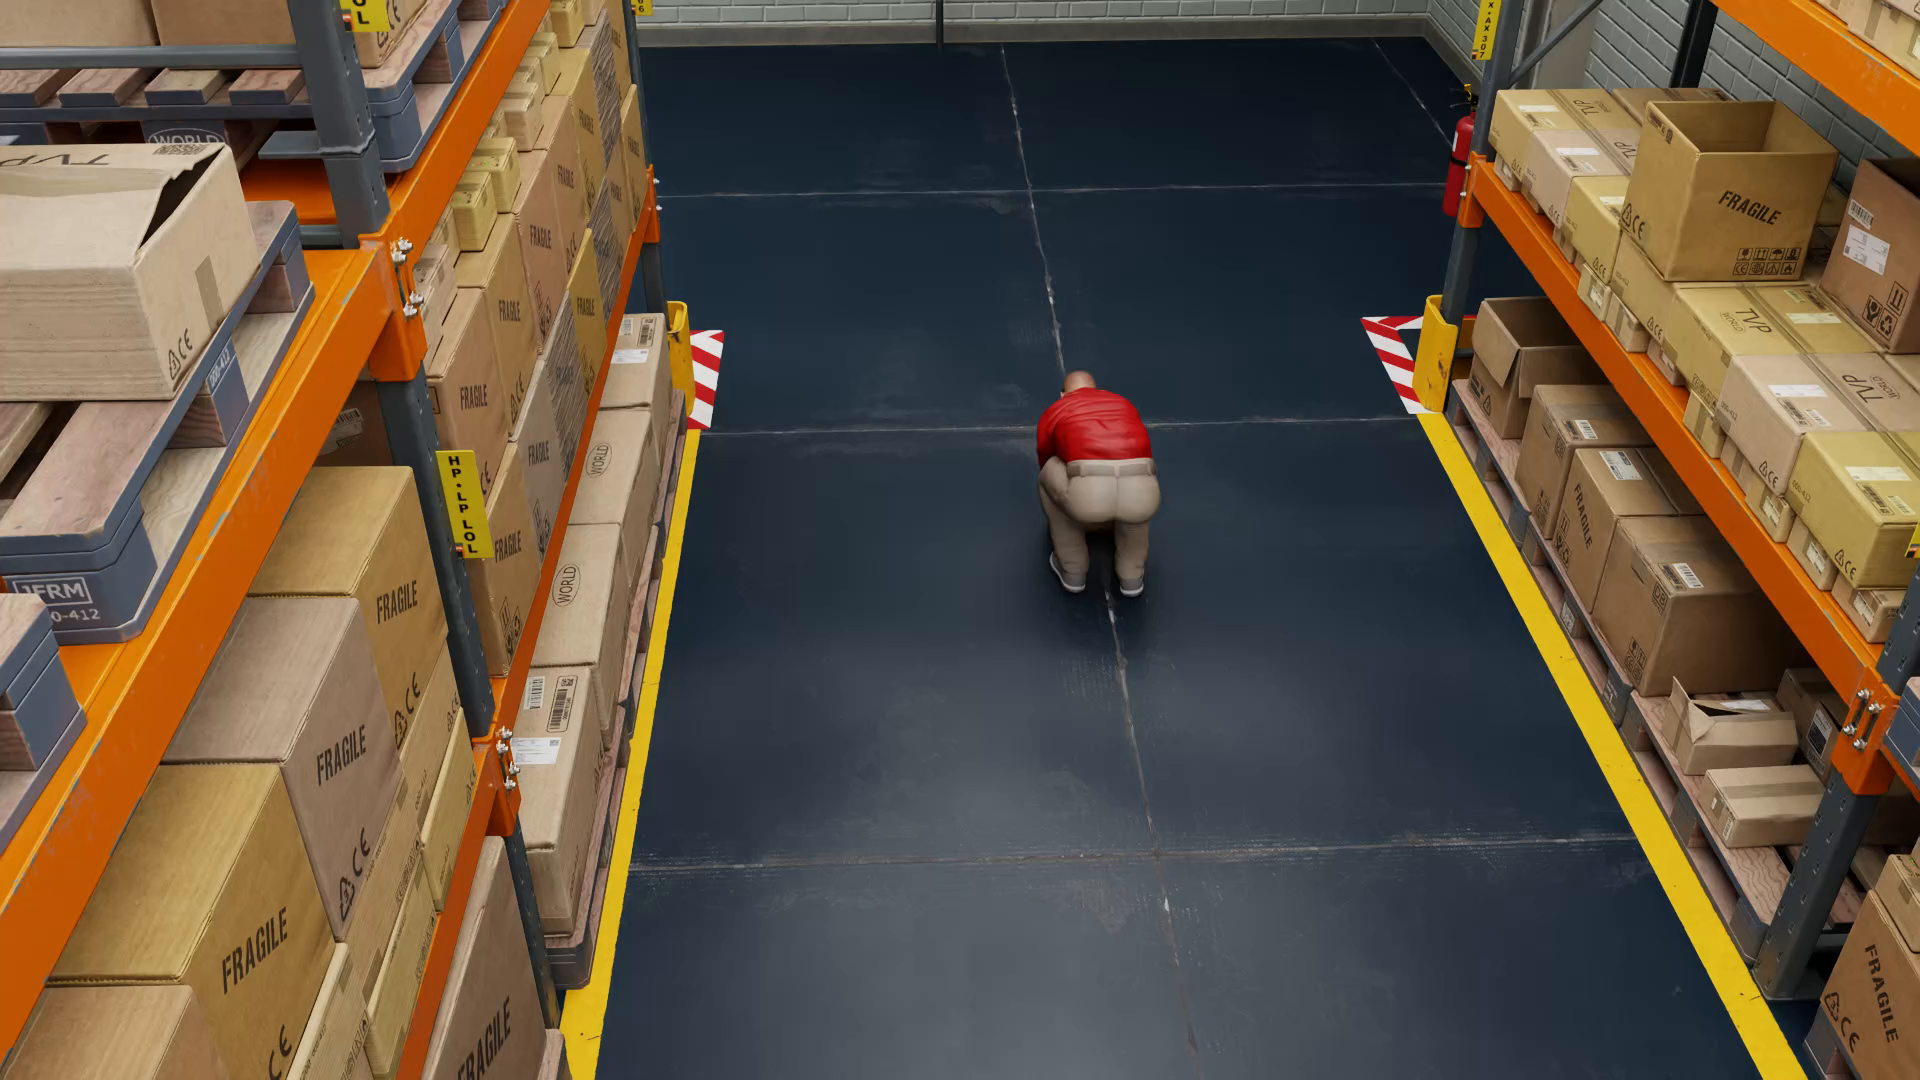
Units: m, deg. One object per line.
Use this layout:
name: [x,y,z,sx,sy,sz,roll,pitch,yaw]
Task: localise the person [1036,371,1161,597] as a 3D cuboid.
person: [0.601,-0.239,7.333,0.520,0.814,0.953,-3,35,-4]
